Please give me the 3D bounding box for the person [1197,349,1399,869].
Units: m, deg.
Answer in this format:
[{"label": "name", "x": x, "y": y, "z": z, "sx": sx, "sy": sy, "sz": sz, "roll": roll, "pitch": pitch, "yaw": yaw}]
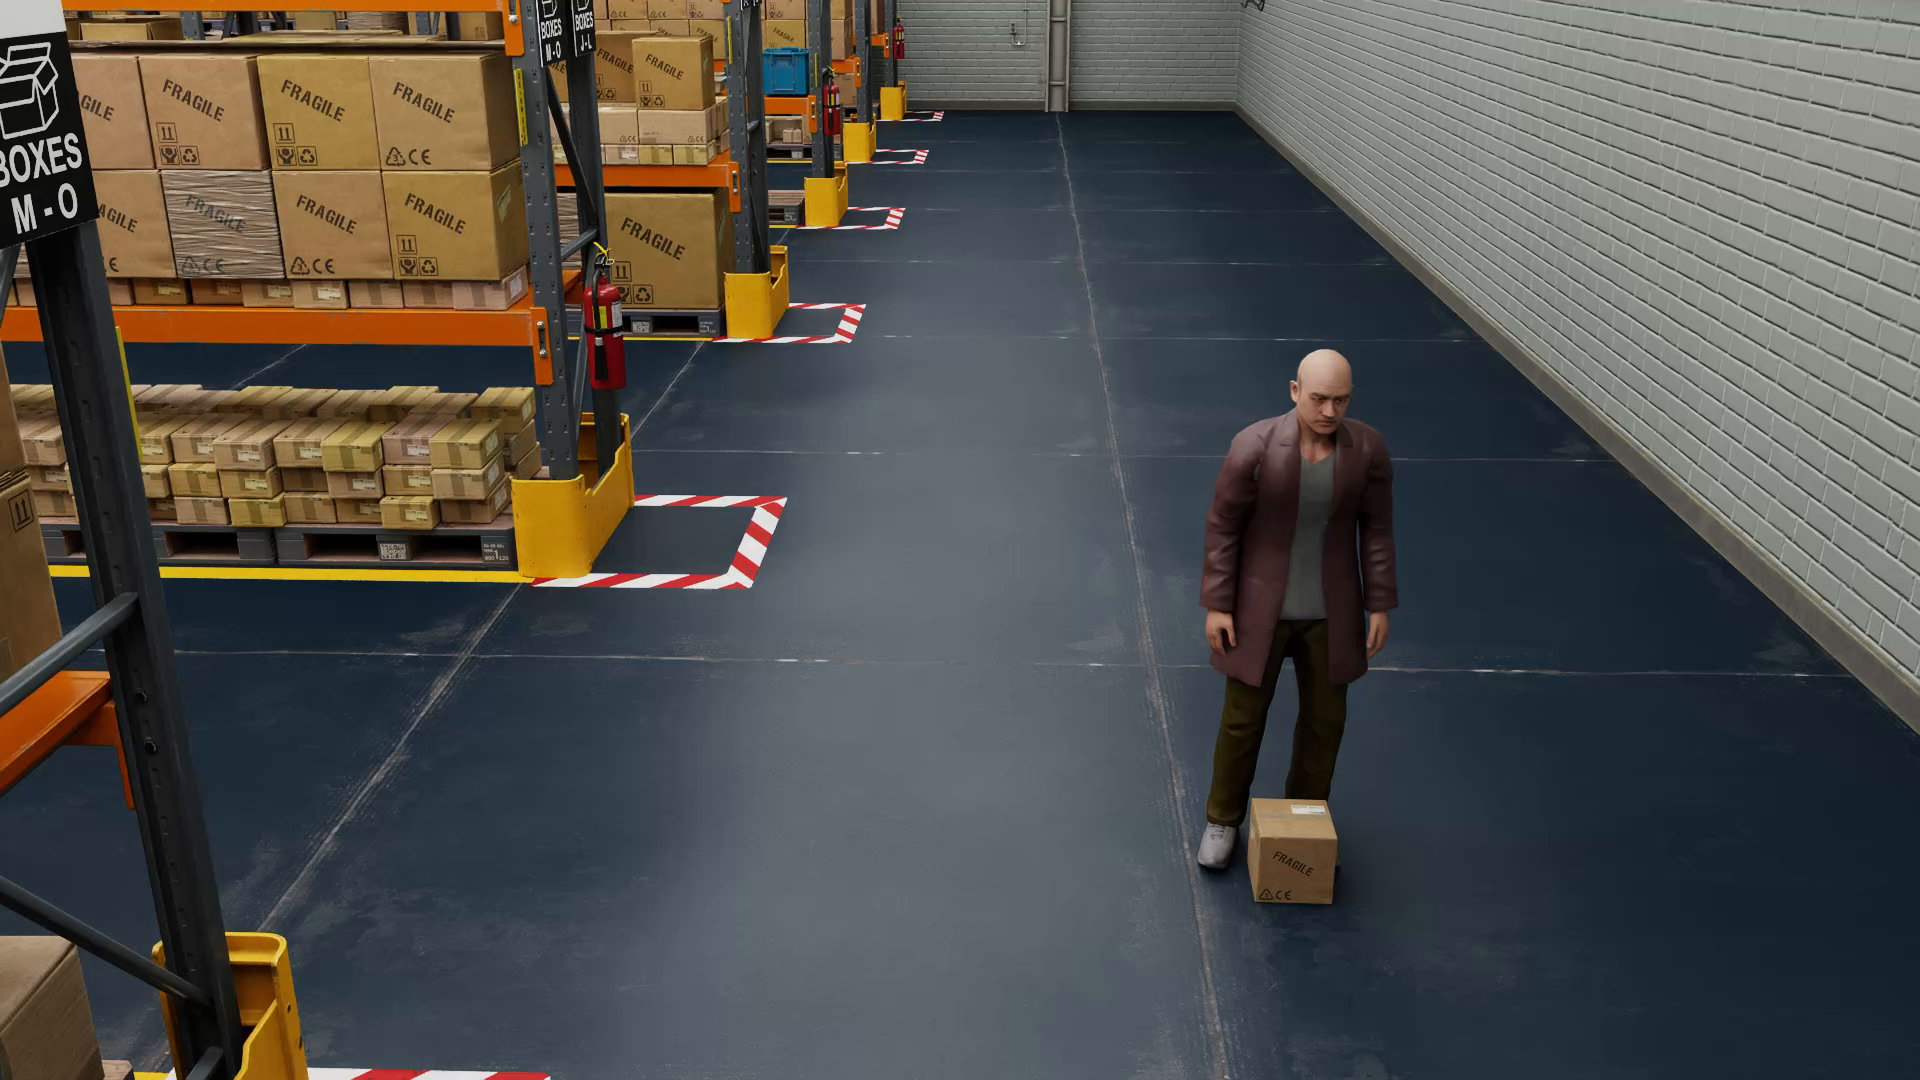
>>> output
[{"label": "person", "x": 1.112, "y": 0.230, "z": 5.484, "sx": 0.656, "sy": 1.774, "sz": 0.418, "roll": 0, "pitch": 20, "yaw": 0}]
